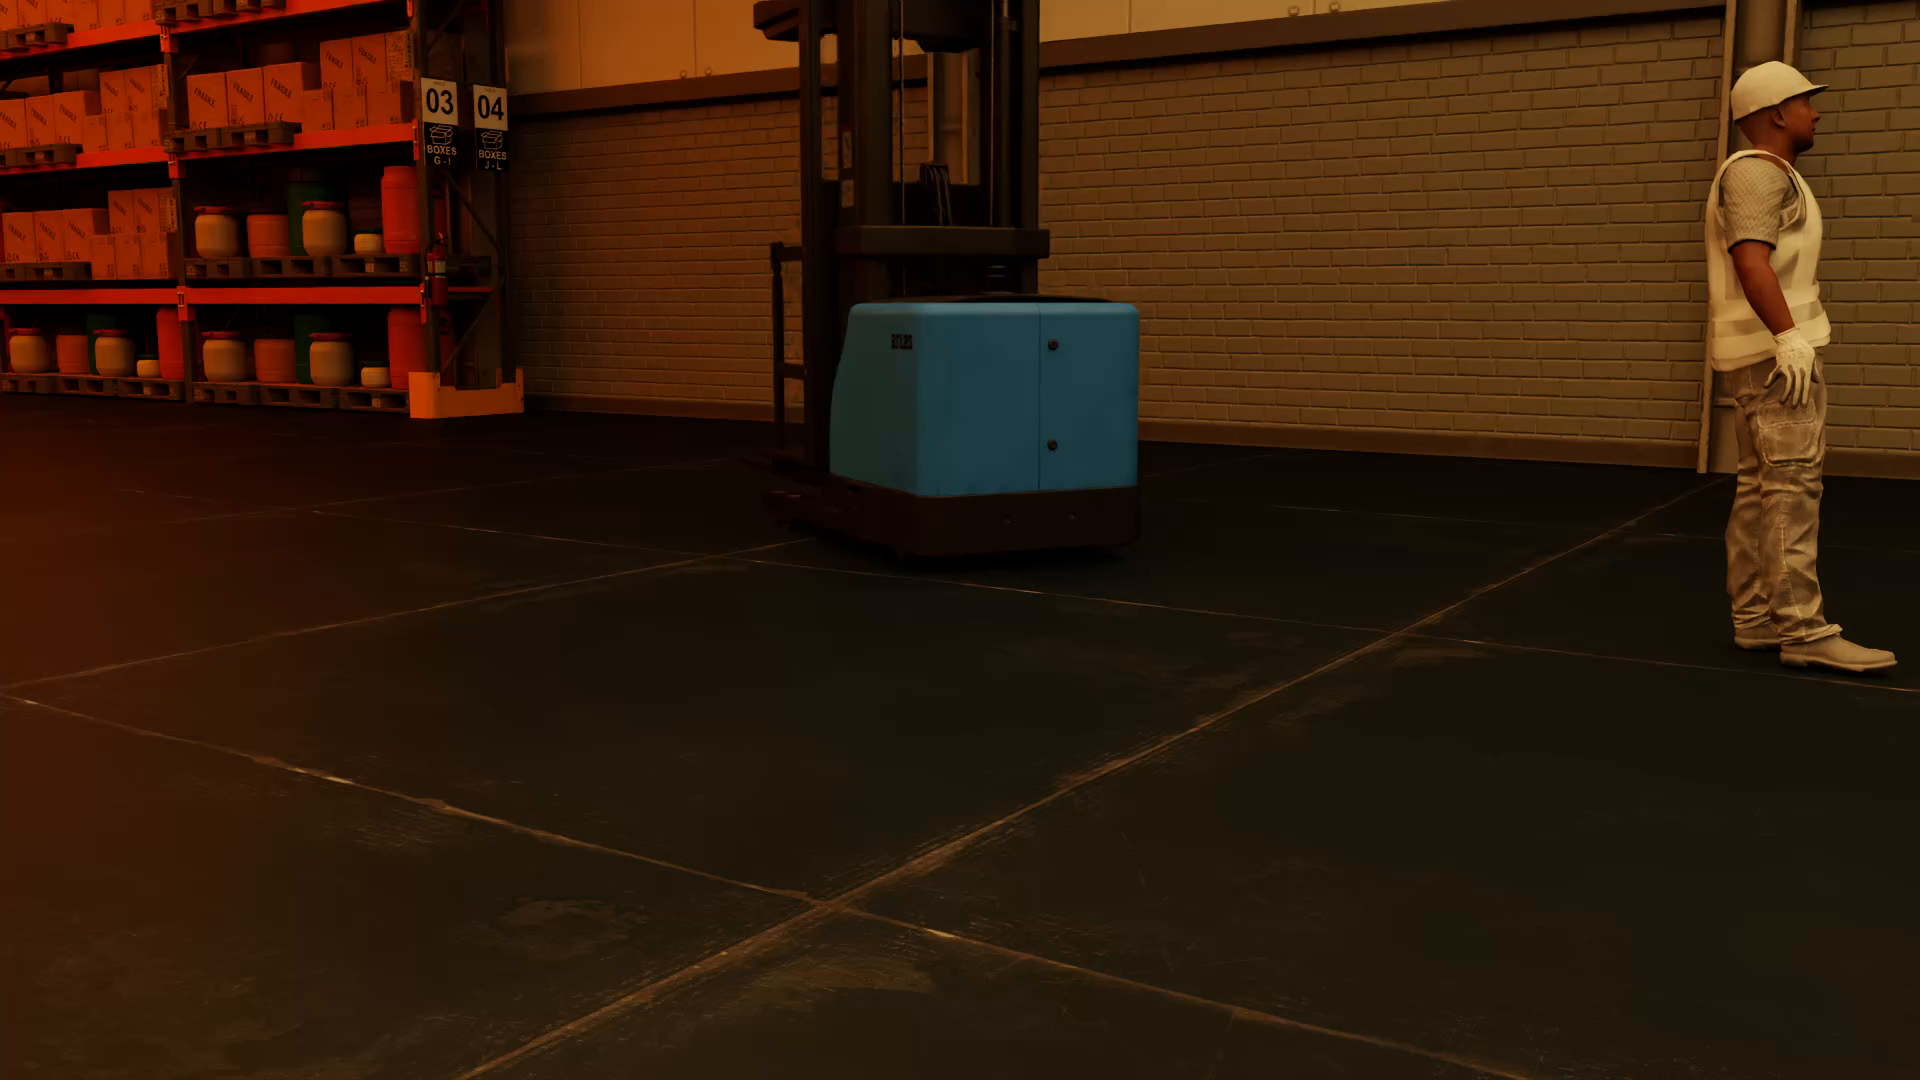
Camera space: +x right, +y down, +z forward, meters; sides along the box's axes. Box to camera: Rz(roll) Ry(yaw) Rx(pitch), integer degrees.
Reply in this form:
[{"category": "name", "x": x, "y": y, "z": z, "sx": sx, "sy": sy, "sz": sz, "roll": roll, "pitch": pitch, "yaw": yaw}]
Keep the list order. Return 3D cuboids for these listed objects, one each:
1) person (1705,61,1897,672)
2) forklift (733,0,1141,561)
[{"category": "person", "x": 2.543, "y": -0.542, "z": 5.032, "sx": 0.576, "sy": 1.784, "sz": 0.657, "roll": 3, "pitch": 9, "yaw": 23}, {"category": "forklift", "x": -0.322, "y": -1.533, "z": 7.972, "sx": 1.130, "sy": 2.935, "sz": 3.031, "roll": -4, "pitch": 9, "yaw": -25}]
